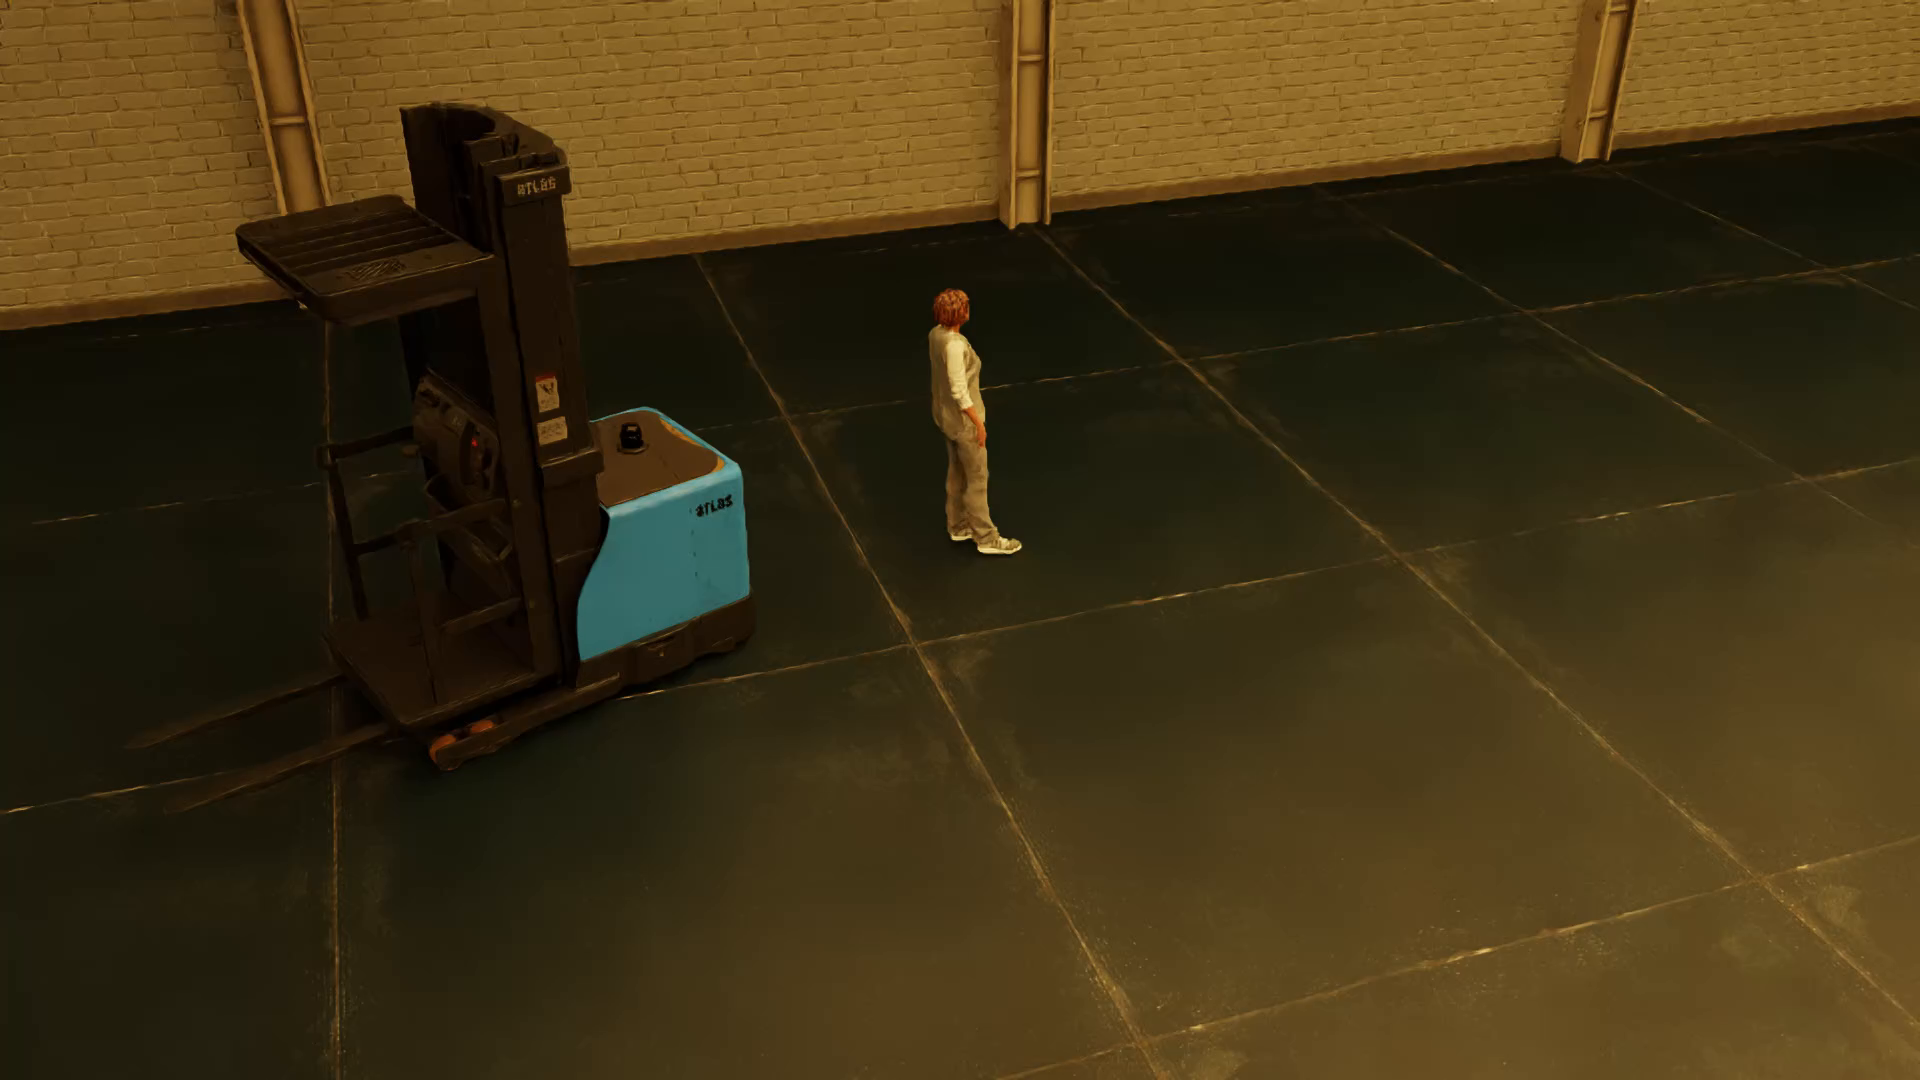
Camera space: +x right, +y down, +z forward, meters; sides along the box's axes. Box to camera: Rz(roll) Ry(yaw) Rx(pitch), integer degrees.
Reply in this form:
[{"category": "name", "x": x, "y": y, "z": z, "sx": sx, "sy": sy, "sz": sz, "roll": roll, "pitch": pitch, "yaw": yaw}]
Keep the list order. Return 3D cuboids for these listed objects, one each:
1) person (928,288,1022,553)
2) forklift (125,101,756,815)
[{"category": "person", "x": 0.075, "y": -0.704, "z": 9.633, "sx": 0.474, "sy": 1.597, "sz": 0.521, "roll": -10, "pitch": 31, "yaw": -16}, {"category": "forklift", "x": -2.576, "y": -0.450, "z": 7.869, "sx": 3.031, "sy": 2.935, "sz": 1.130, "roll": -22, "pitch": 36, "yaw": -33}]
